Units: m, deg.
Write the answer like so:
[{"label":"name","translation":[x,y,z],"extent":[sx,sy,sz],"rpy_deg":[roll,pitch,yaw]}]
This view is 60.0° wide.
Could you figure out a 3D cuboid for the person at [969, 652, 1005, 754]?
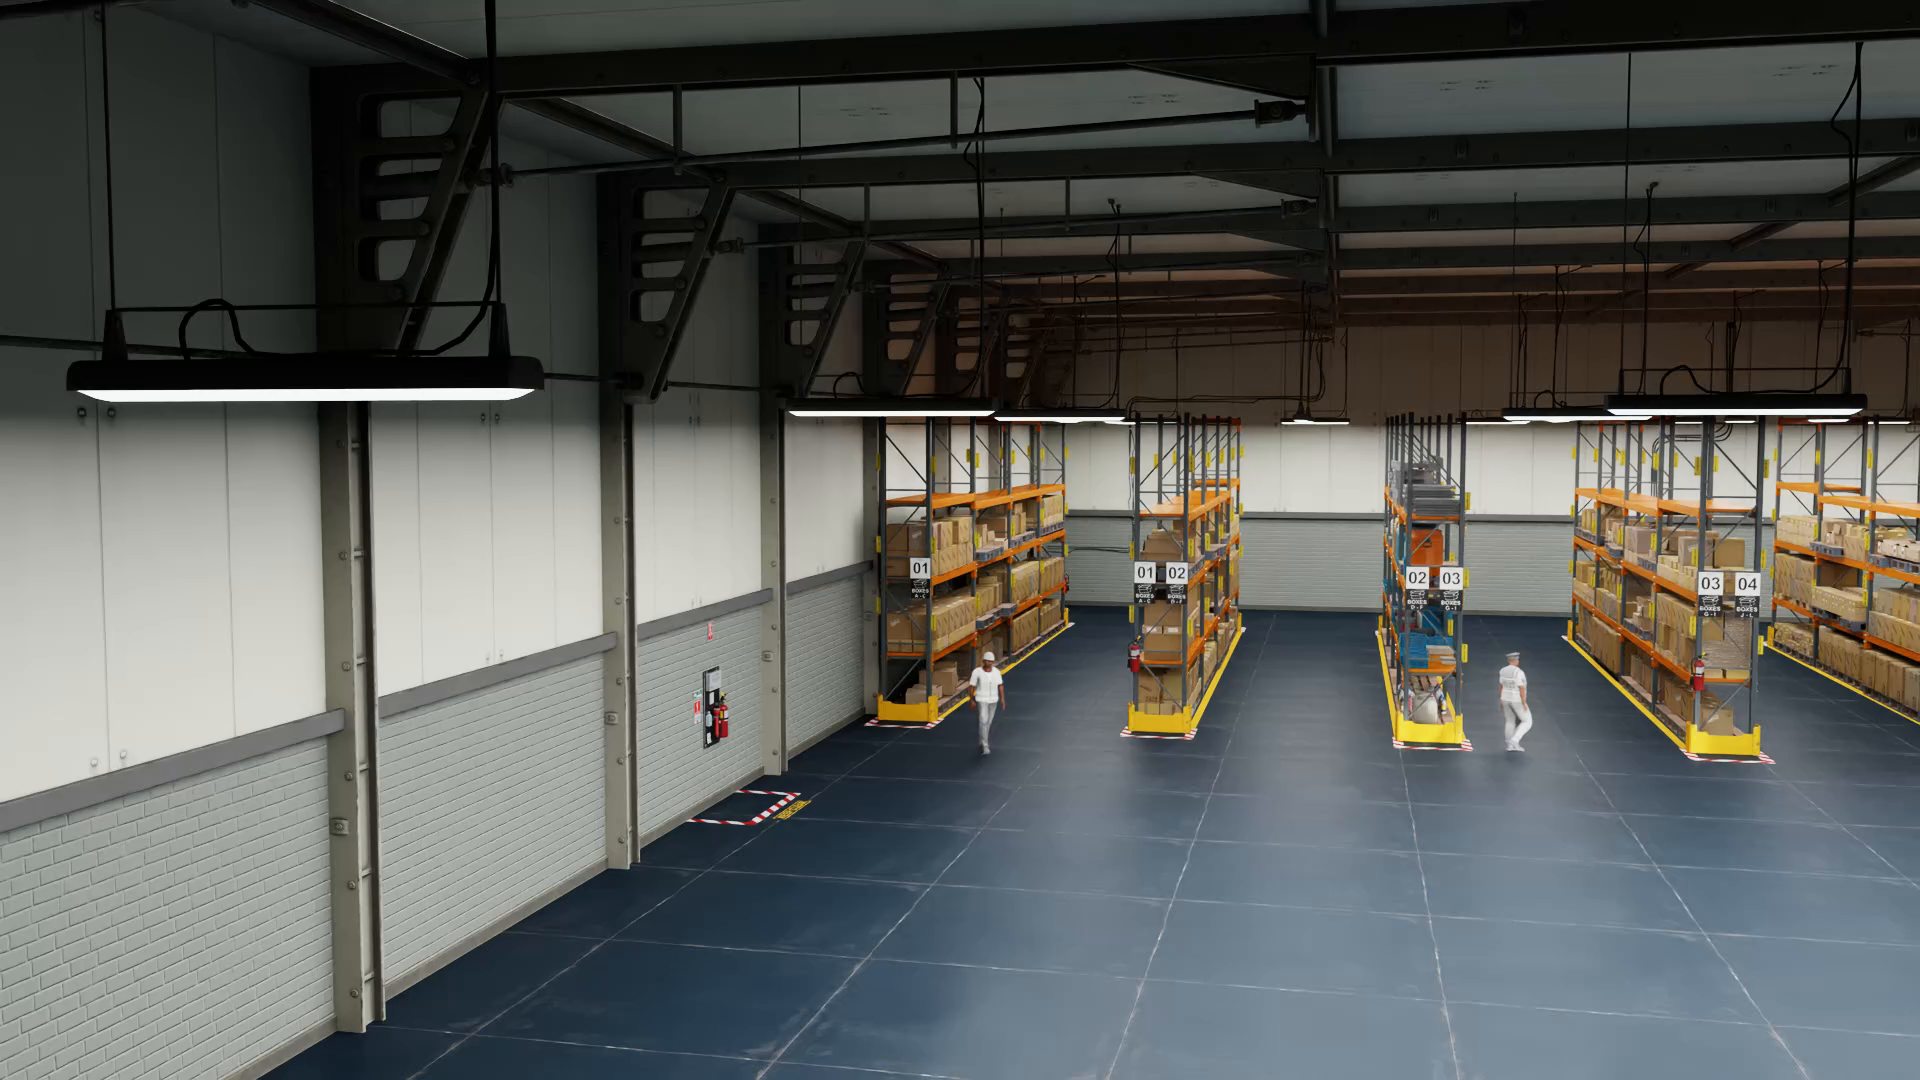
[{"label":"person","translation":[0.510,2.846,29.348],"extent":[0.590,1.734,0.843],"rpy_deg":[-2,4,-29]}]

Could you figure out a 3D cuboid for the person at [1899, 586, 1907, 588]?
[{"label":"person","translation":[24.577,1.978,43.328],"extent":[1.003,1.568,0.424],"rpy_deg":[3,5,33]}]

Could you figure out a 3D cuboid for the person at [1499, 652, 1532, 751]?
[{"label":"person","translation":[9.771,2.869,29.384],"extent":[0.515,1.742,0.650],"rpy_deg":[-2,5,-31]}]
